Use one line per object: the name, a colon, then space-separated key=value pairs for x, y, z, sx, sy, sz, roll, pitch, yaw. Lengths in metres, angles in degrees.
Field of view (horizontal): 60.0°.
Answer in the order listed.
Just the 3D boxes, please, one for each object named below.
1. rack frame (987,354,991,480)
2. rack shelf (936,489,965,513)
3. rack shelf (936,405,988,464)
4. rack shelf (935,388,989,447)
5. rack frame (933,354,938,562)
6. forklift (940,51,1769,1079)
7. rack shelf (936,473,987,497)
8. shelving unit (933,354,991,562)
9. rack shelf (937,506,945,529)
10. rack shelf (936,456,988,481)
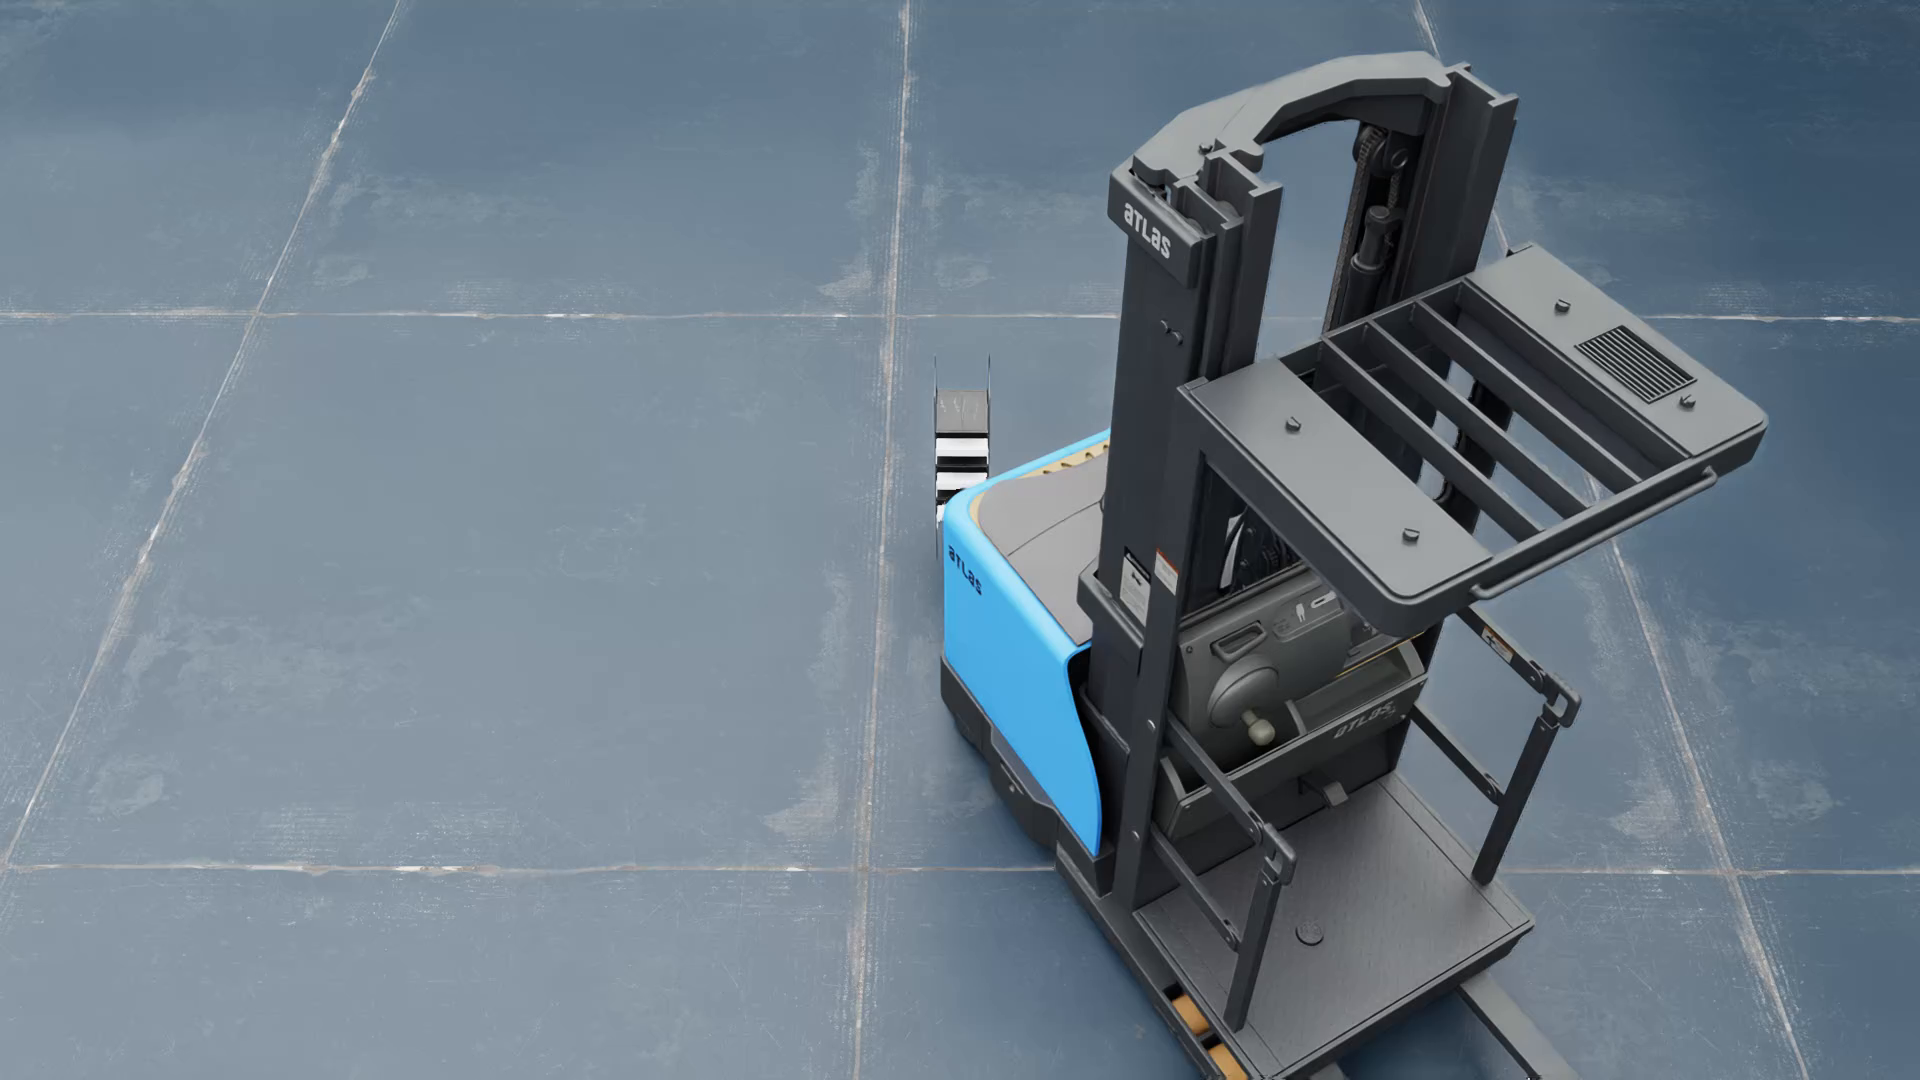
rack frame: x=0.110 y=-0.306 z=6.501 sx=0.006 sy=0.900 sz=0.240 roll=0 pitch=47 yaw=0
rack shelf: x=0.008 y=-0.223 z=6.592 sx=0.200 sy=0.077 sz=0.258 roll=0 pitch=47 yaw=0
rack shelf: x=0.008 y=-0.406 z=6.394 sx=0.200 sy=0.077 sz=0.258 roll=0 pitch=47 yaw=0
rack shelf: x=0.008 y=-0.468 z=6.328 sx=0.200 sy=0.077 sz=0.258 roll=0 pitch=47 yaw=0
rack frame: x=-0.094 y=-0.307 z=6.502 sx=0.006 sy=0.900 sz=0.240 roll=0 pitch=47 yaw=0
forklift: x=1.110 y=0.347 z=4.506 sx=1.130 sy=2.935 sz=3.031 roll=-23 pitch=51 yaw=-20
rack shelf: x=0.008 y=-0.284 z=6.526 sx=0.200 sy=0.077 sz=0.258 roll=0 pitch=47 yaw=0
shelving unit: x=0.008 y=-0.307 z=6.501 sx=0.210 sy=0.900 sz=0.258 roll=0 pitch=47 yaw=0
rack shelf: x=0.008 y=-0.161 z=6.658 sx=0.200 sy=0.077 sz=0.258 roll=0 pitch=47 yaw=0
rack shelf: x=0.008 y=-0.345 z=6.460 sx=0.200 sy=0.077 sz=0.258 roll=0 pitch=47 yaw=0
